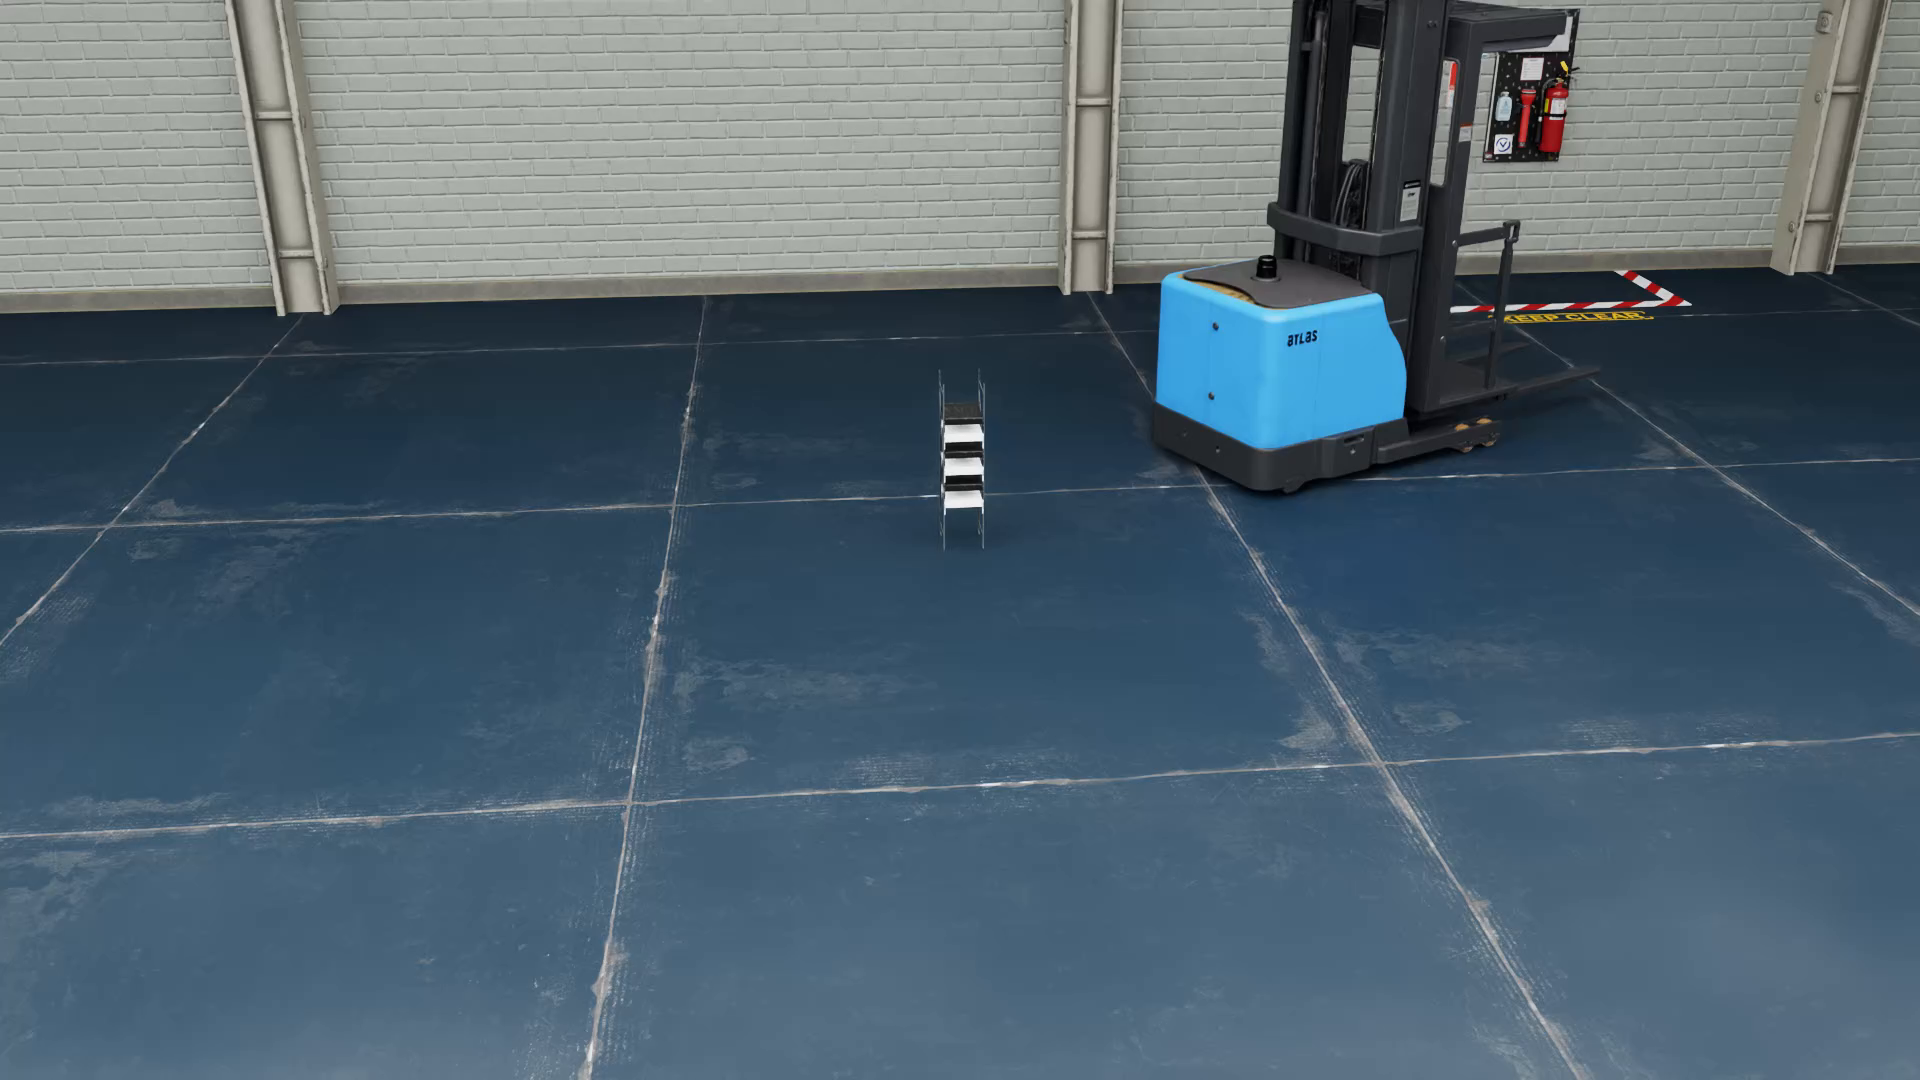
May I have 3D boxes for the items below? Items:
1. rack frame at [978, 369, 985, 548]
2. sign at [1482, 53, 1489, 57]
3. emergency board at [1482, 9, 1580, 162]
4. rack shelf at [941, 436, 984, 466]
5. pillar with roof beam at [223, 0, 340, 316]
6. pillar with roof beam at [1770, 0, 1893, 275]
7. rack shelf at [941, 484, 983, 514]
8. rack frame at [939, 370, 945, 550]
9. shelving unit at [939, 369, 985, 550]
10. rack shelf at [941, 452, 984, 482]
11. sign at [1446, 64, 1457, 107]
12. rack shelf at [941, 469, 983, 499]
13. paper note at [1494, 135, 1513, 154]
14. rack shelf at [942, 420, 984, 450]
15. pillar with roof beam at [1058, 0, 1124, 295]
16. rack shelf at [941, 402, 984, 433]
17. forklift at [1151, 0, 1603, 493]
[{"bbox_3d":[0.109,-0.416,8.577,0.006,0.900,0.240,-2,24,-5],"label":"rack frame"},{"bbox_3d":[3.950,-3.803,12.917,0.331,0.109,0.001,-2,24,-5],"label":"sign"},{"bbox_3d":[4.505,-3.528,12.995,0.643,1.169,0.194,-2,24,-5],"label":"emergency board"},{"bbox_3d":[0.008,-0.463,8.545,0.200,0.077,0.258,-2,24,-5],"label":"rack shelf"},{"bbox_3d":[-4.551,-4.134,6.972,0.400,9.000,9.100,-2,24,-5],"label":"pillar with roof beam"},{"bbox_3d":[7.391,-4.613,8.049,0.400,9.000,9.100,-2,24,-5],"label":"pillar with roof beam"},{"bbox_3d":[0.008,-0.217,8.655,0.200,0.077,0.258,-2,24,-5],"label":"rack shelf"},{"bbox_3d":[-0.093,-0.407,8.559,0.006,0.900,0.240,-2,24,-5],"label":"rack frame"},{"bbox_3d":[0.008,-0.412,8.568,0.210,0.900,0.258,-2,24,-5],"label":"shelving unit"},{"bbox_3d":[0.008,-0.381,8.581,0.200,0.077,0.258,-2,24,-5],"label":"rack shelf"},{"bbox_3d":[3.945,-3.564,13.032,0.234,0.329,0.001,-2,24,-5],"label":"sign"},{"bbox_3d":[0.008,-0.299,8.618,0.200,0.077,0.258,-2,24,-5],"label":"rack shelf"},{"bbox_3d":[4.322,-3.147,13.221,0.142,0.148,0.016,-2,24,-5],"label":"paper note"},{"bbox_3d":[0.008,-0.546,8.508,0.200,0.077,0.258,-2,24,-5],"label":"rack shelf"},{"bbox_3d":[1.420,-4.374,7.510,0.400,9.000,9.100,-2,24,-5],"label":"pillar with roof beam"},{"bbox_3d":[0.008,-0.628,8.472,0.200,0.077,0.258,-2,24,-5],"label":"rack shelf"},{"bbox_3d":[2.668,-2.030,9.709,3.031,2.935,1.130,-14,28,-28],"label":"forklift"}]
